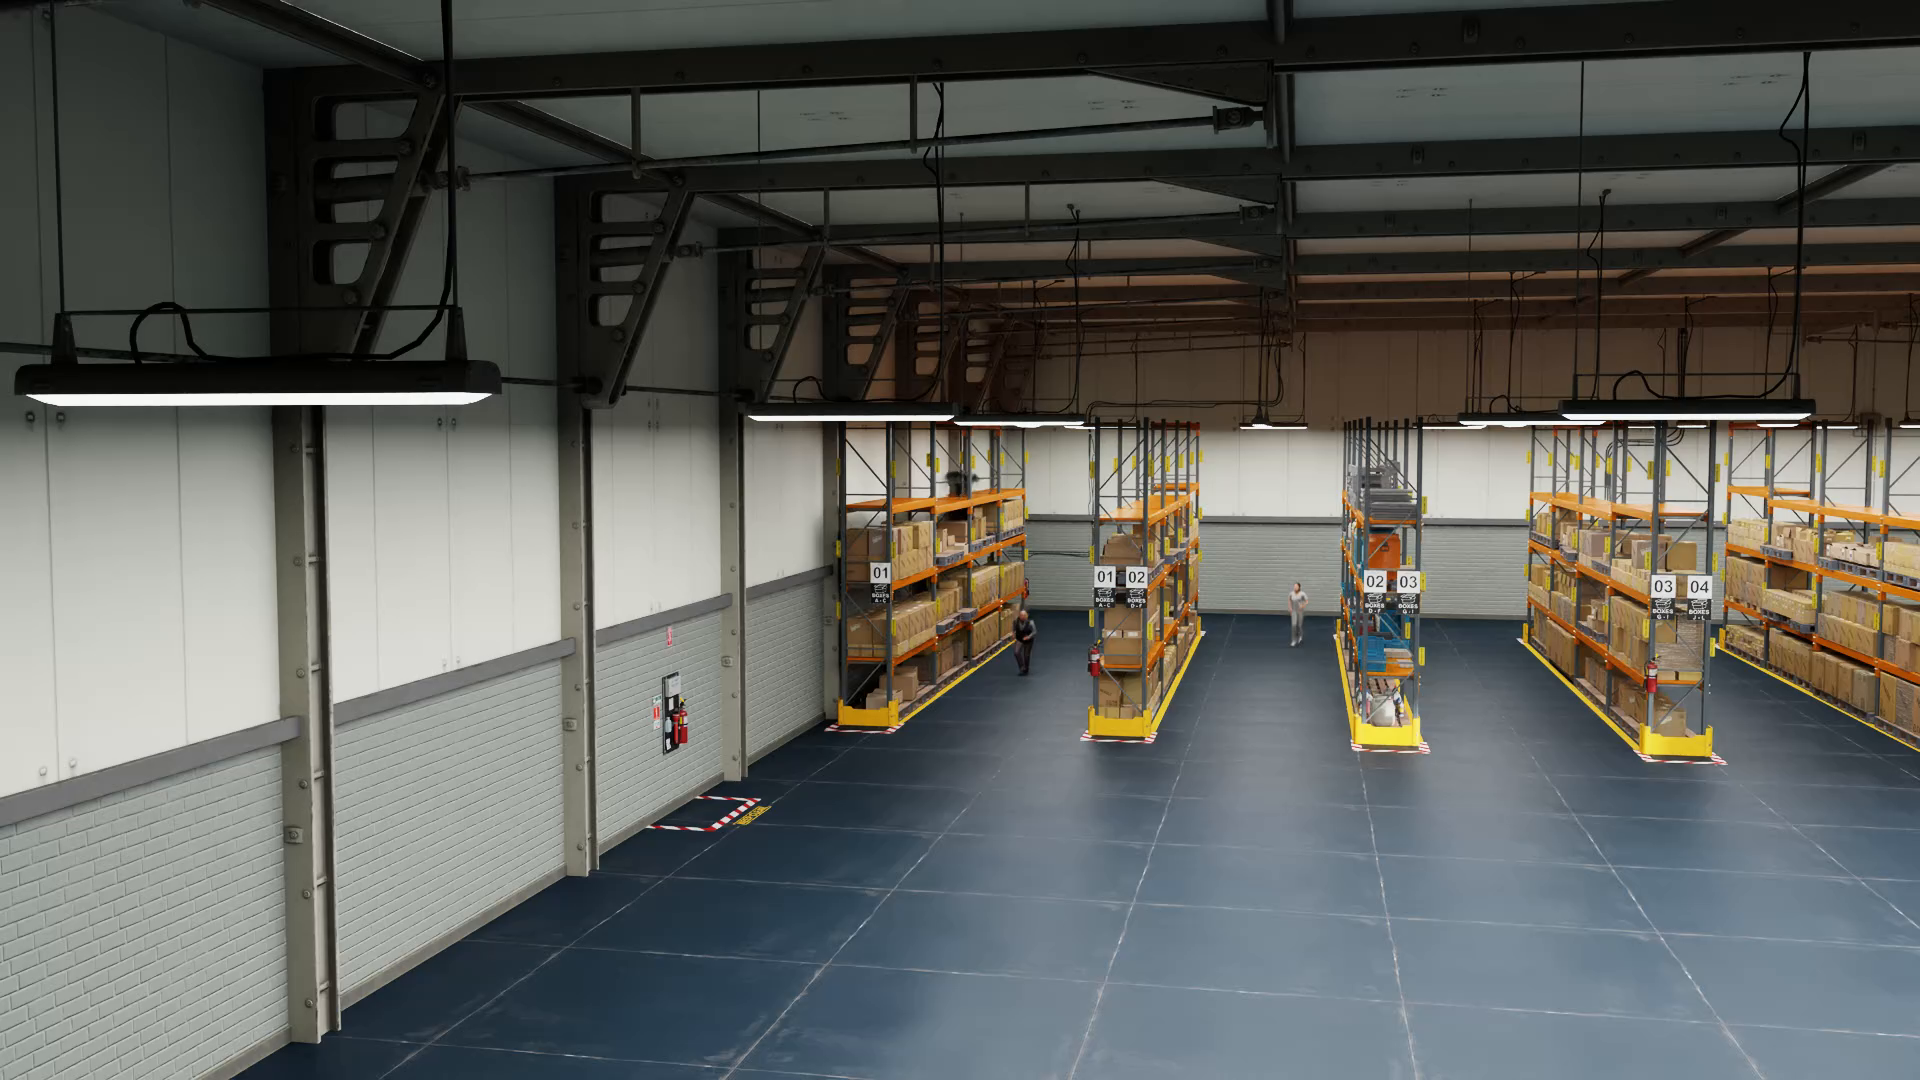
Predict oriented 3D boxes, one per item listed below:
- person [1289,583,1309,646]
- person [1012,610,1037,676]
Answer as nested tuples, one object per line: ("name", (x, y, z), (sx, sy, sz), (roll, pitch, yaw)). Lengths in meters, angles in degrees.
("person", (9.131, 1.986, 44.829), (0.562, 1.705, 0.814), (1, 4, 21))
("person", (1.536, 2.386, 39.149), (0.671, 1.553, 1.065), (1, 4, 14))
